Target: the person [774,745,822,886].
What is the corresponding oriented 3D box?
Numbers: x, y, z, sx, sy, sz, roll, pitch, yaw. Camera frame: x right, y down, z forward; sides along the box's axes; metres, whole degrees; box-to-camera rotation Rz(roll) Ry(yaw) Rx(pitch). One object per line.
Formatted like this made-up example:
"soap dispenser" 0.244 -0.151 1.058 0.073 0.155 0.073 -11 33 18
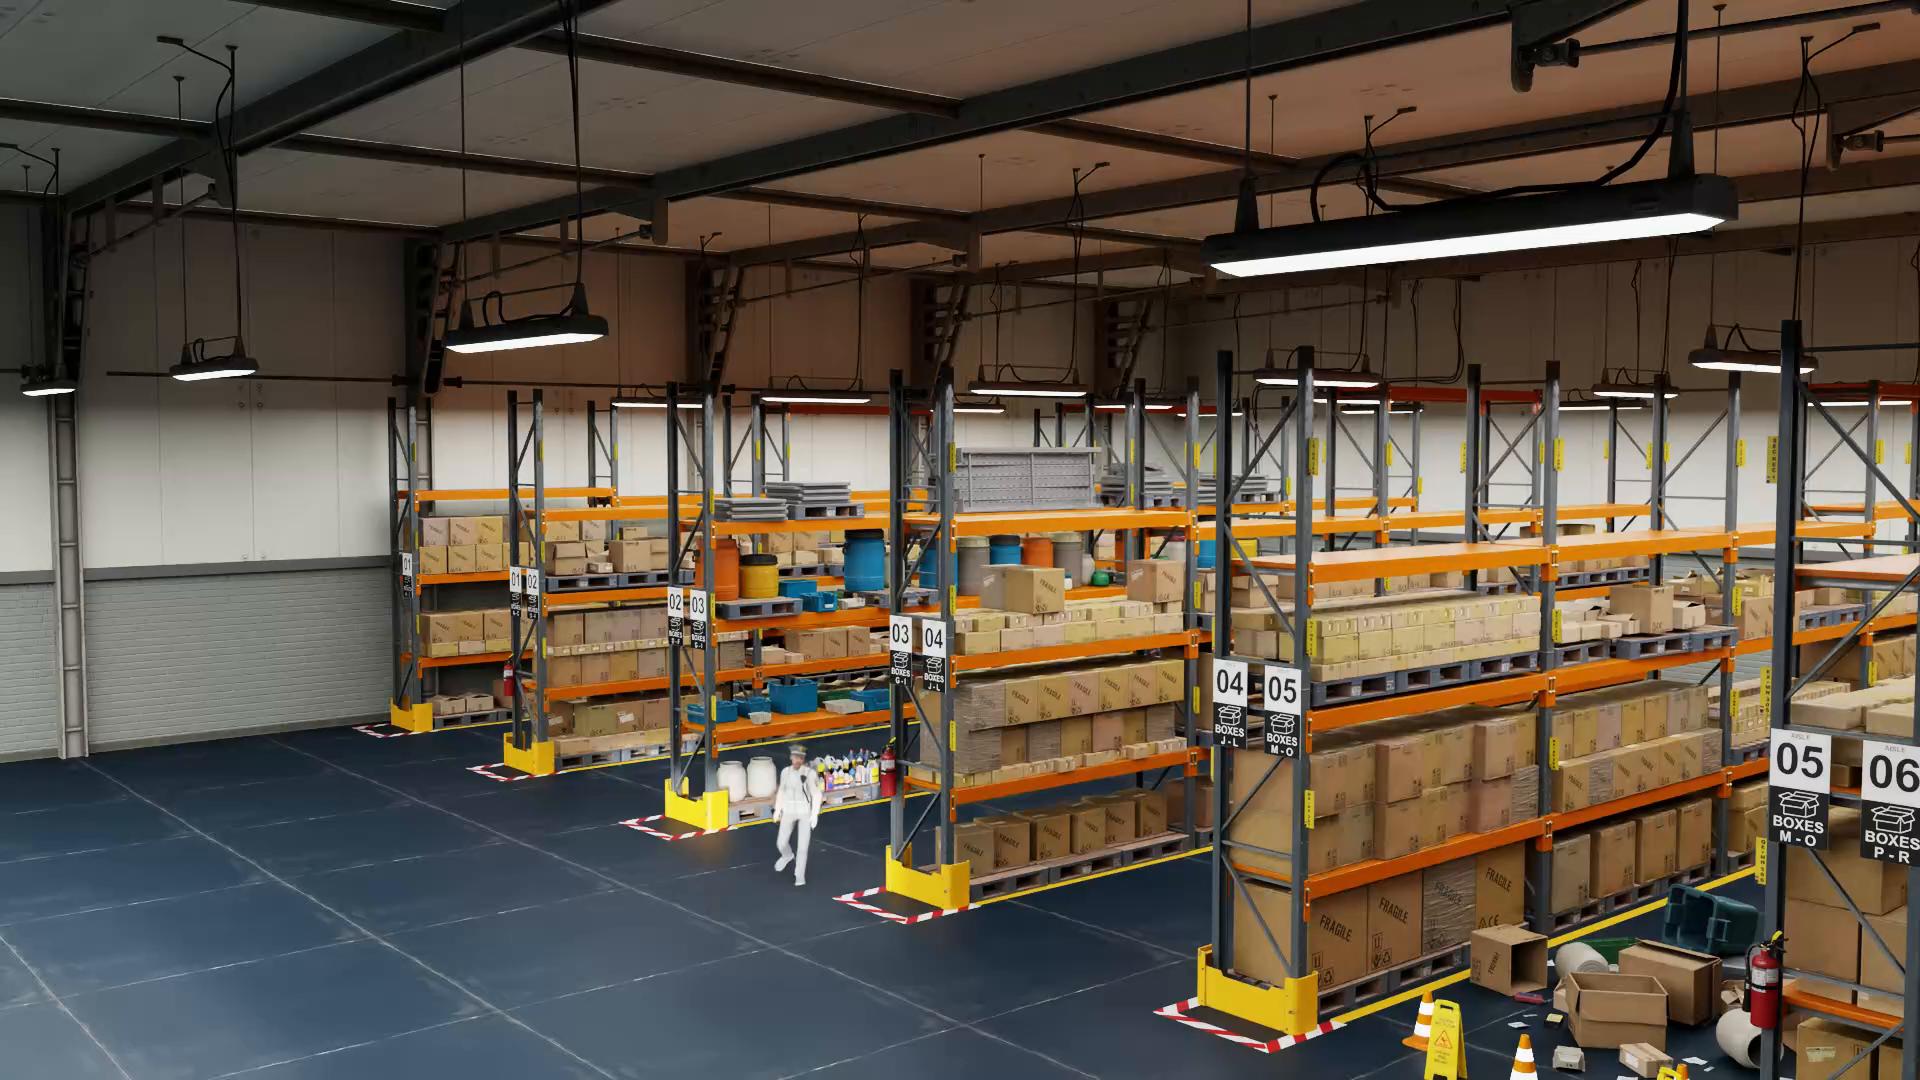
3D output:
"person" -1.907 3.202 19.521 0.640 1.658 0.648 0 3 8
